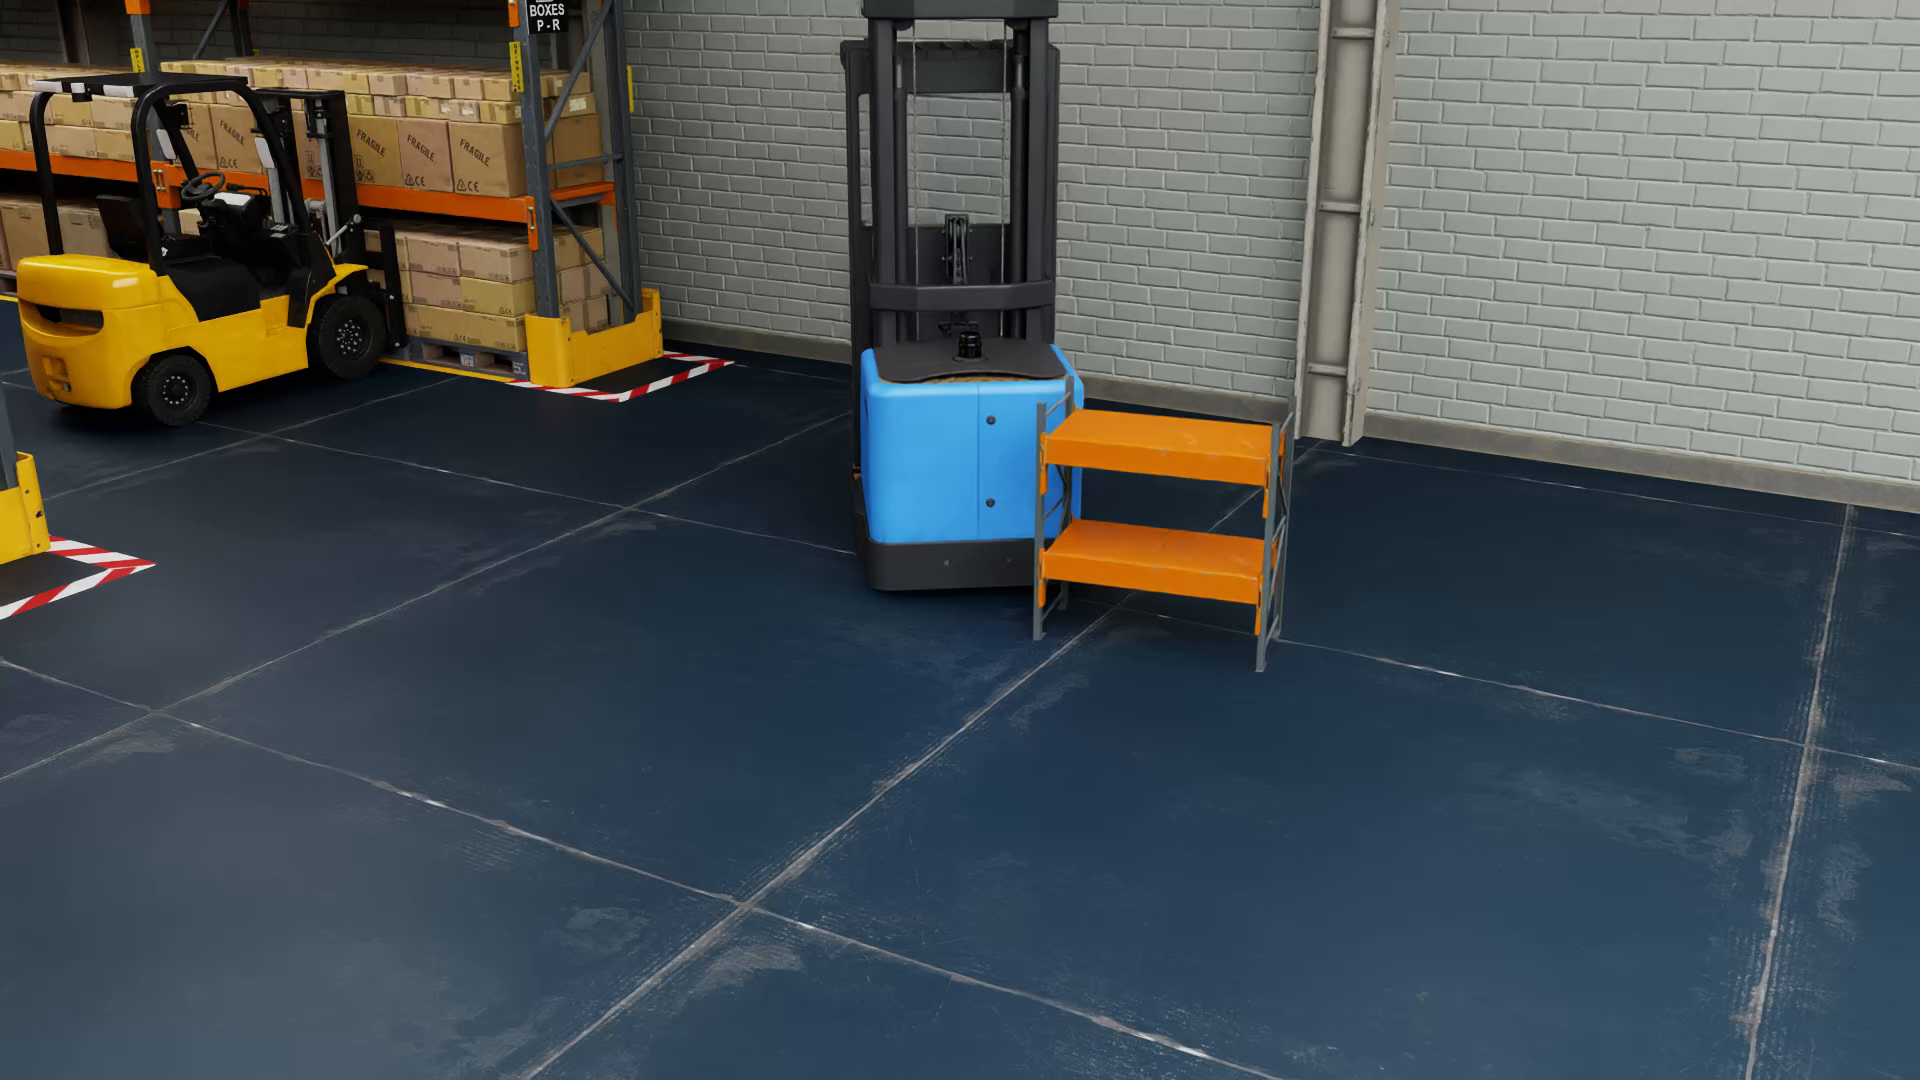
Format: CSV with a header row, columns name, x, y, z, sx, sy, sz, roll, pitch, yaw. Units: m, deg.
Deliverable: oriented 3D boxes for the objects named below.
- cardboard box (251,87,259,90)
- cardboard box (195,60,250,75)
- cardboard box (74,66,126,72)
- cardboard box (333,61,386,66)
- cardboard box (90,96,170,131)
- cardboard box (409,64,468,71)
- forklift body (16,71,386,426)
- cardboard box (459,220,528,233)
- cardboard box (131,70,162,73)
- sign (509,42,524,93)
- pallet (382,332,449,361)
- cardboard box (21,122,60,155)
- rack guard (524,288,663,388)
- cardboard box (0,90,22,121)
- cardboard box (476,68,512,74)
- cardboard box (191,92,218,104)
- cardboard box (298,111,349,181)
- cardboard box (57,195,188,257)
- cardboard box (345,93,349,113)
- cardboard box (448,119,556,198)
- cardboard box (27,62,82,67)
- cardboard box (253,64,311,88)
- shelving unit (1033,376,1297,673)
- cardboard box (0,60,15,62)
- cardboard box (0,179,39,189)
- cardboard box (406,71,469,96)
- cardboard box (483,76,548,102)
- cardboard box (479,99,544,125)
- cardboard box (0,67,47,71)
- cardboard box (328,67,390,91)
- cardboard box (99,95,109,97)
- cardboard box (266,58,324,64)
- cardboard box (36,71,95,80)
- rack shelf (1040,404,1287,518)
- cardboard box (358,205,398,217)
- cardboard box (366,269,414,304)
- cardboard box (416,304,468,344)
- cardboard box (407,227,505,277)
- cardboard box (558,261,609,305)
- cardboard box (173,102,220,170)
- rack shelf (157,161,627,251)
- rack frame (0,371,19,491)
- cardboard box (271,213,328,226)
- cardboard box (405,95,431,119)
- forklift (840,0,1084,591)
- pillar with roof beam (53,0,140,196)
name,x,y,z,sx,sy,sz,roll,pitch,yaw
cardboard box,-5.176,-3.392,12.720,0.250,0.149,0.380,11,22,27
cardboard box,-5.786,-3.695,13.119,0.250,0.149,0.380,11,23,28
cardboard box,-7.490,-4.058,14.556,0.250,0.149,0.380,11,22,27
cardboard box,-4.673,-3.662,13.028,0.250,0.149,0.380,11,22,27
cardboard box,-6.754,-3.526,13.674,0.500,0.250,0.500,10,22,26
cardboard box,-3.979,-3.551,12.720,0.250,0.149,0.380,10,22,26
forklift body,-5.254,-2.064,11.402,1.214,2.155,2.313,11,23,27
cardboard box,-3.474,-2.284,12.714,0.500,0.250,0.500,11,23,27
cardboard box,-6.830,-3.933,14.210,0.250,0.149,0.380,11,23,27
sign,-2.986,-3.188,11.208,0.005,0.325,0.100,11,23,27
pallet,-4.458,-1.698,13.237,1.213,0.211,1.003,11,23,27
cardboard box,-7.629,-3.465,14.239,0.500,0.250,0.500,11,23,28
rack guard,-2.688,-1.512,12.300,0.348,0.500,1.175,11,23,27
cardboard box,-8.082,-3.786,14.390,0.500,0.250,0.500,11,23,28
cardboard box,-3.347,-3.396,12.293,0.250,0.149,0.380,11,23,28
cardboard box,-5.824,-3.534,13.112,0.250,0.149,0.380,11,23,29
cardboard box,-4.607,-2.996,12.580,0.500,0.500,0.500,11,23,28
cardboard box,-7.336,-2.652,14.644,0.625,0.625,0.875,11,22,27
cardboard box,-4.454,-3.292,12.443,0.250,0.149,0.380,11,22,27
cardboard box,-3.267,-2.742,11.878,0.500,0.500,0.500,10,22,26
cardboard box,-8.134,-4.205,14.960,0.250,0.149,0.380,10,22,26
cardboard box,-5.154,-3.542,12.696,0.250,0.149,0.380,10,22,26
shelving unit,0.909,-0.086,7.452,1.048,1.125,0.538,7,21,18
cardboard box,-8.831,-4.308,15.245,0.250,0.149,0.380,11,23,27
cardboard box,-9.155,-2.995,15.589,0.625,0.625,0.875,12,23,29
cardboard box,-3.778,-3.310,12.058,0.250,0.149,0.380,11,23,28
cardboard box,-3.124,-3.180,11.698,0.250,0.149,0.380,11,23,27
cardboard box,-3.148,-3.017,11.686,0.250,0.149,0.380,11,23,28
cardboard box,-8.152,-4.007,14.414,0.250,0.149,0.380,11,23,27
cardboard box,-4.466,-3.433,12.396,0.250,0.149,0.380,11,23,28
cardboard box,-6.842,-3.736,13.669,0.250,0.149,0.380,10,22,27
cardboard box,-5.338,-3.791,13.383,0.250,0.149,0.380,11,22,27
cardboard box,-7.522,-3.859,14.008,0.250,0.149,0.380,10,22,26
rack shelf,0.909,-0.361,7.352,1.000,0.278,0.538,7,21,18
cardboard box,-4.792,-2.539,13.416,0.500,0.250,0.500,11,23,28
cardboard box,-4.180,-1.985,12.622,0.500,0.250,0.500,10,22,26
cardboard box,-3.703,-1.666,12.474,0.500,0.250,0.500,11,23,27
cardboard box,-3.712,-2.133,12.296,0.500,0.250,0.500,11,23,28
cardboard box,-3.018,-1.971,12.583,0.500,0.250,0.500,11,23,28
cardboard box,-5.941,-3.252,13.284,0.500,0.500,0.500,10,22,26
rack shelf,-4.455,-2.685,12.925,4.000,0.370,1.077,11,23,27
rack frame,-5.126,-1.213,7.810,0.127,3.000,1.000,11,23,27
cardboard box,-5.050,-2.390,13.005,0.500,0.250,0.500,12,23,29
cardboard box,-3.793,-3.157,12.071,0.250,0.149,0.380,11,22,27
forklift,-0.064,-1.594,8.960,1.130,2.935,3.031,-2,20,-5
pillar with roof beam,-10.215,-5.612,11.139,0.400,9.000,9.100,11,23,27
